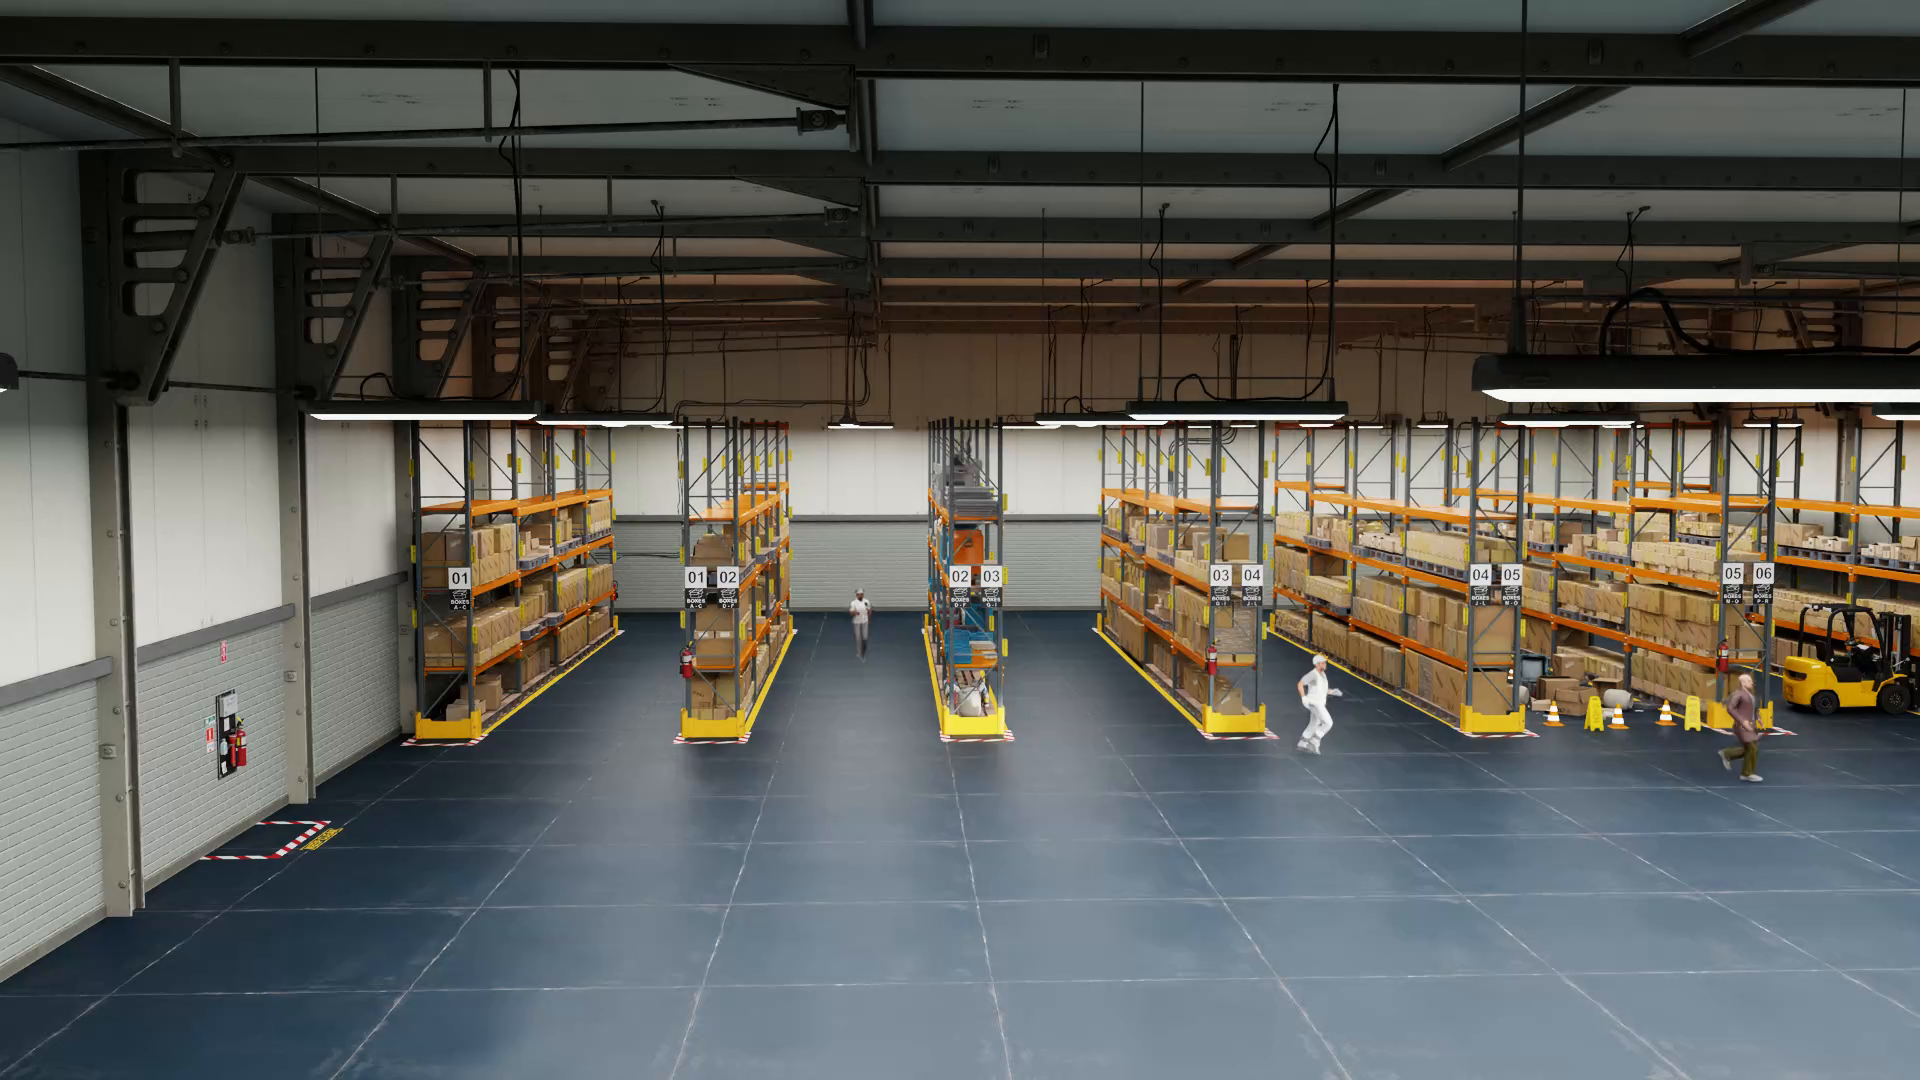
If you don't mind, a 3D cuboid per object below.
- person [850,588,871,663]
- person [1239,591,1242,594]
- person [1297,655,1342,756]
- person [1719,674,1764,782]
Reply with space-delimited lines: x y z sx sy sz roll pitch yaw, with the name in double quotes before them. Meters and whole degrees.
"person" -2.348 2.035 39.557 0.558 1.786 0.656 -1 4 -12
"person" 7.792 1.770 48.112 0.651 1.677 0.689 3 5 43
"person" 6.325 2.916 29.332 0.786 1.777 0.649 2 4 30
"person" 12.842 3.066 27.338 0.752 1.734 0.774 -3 5 -41
